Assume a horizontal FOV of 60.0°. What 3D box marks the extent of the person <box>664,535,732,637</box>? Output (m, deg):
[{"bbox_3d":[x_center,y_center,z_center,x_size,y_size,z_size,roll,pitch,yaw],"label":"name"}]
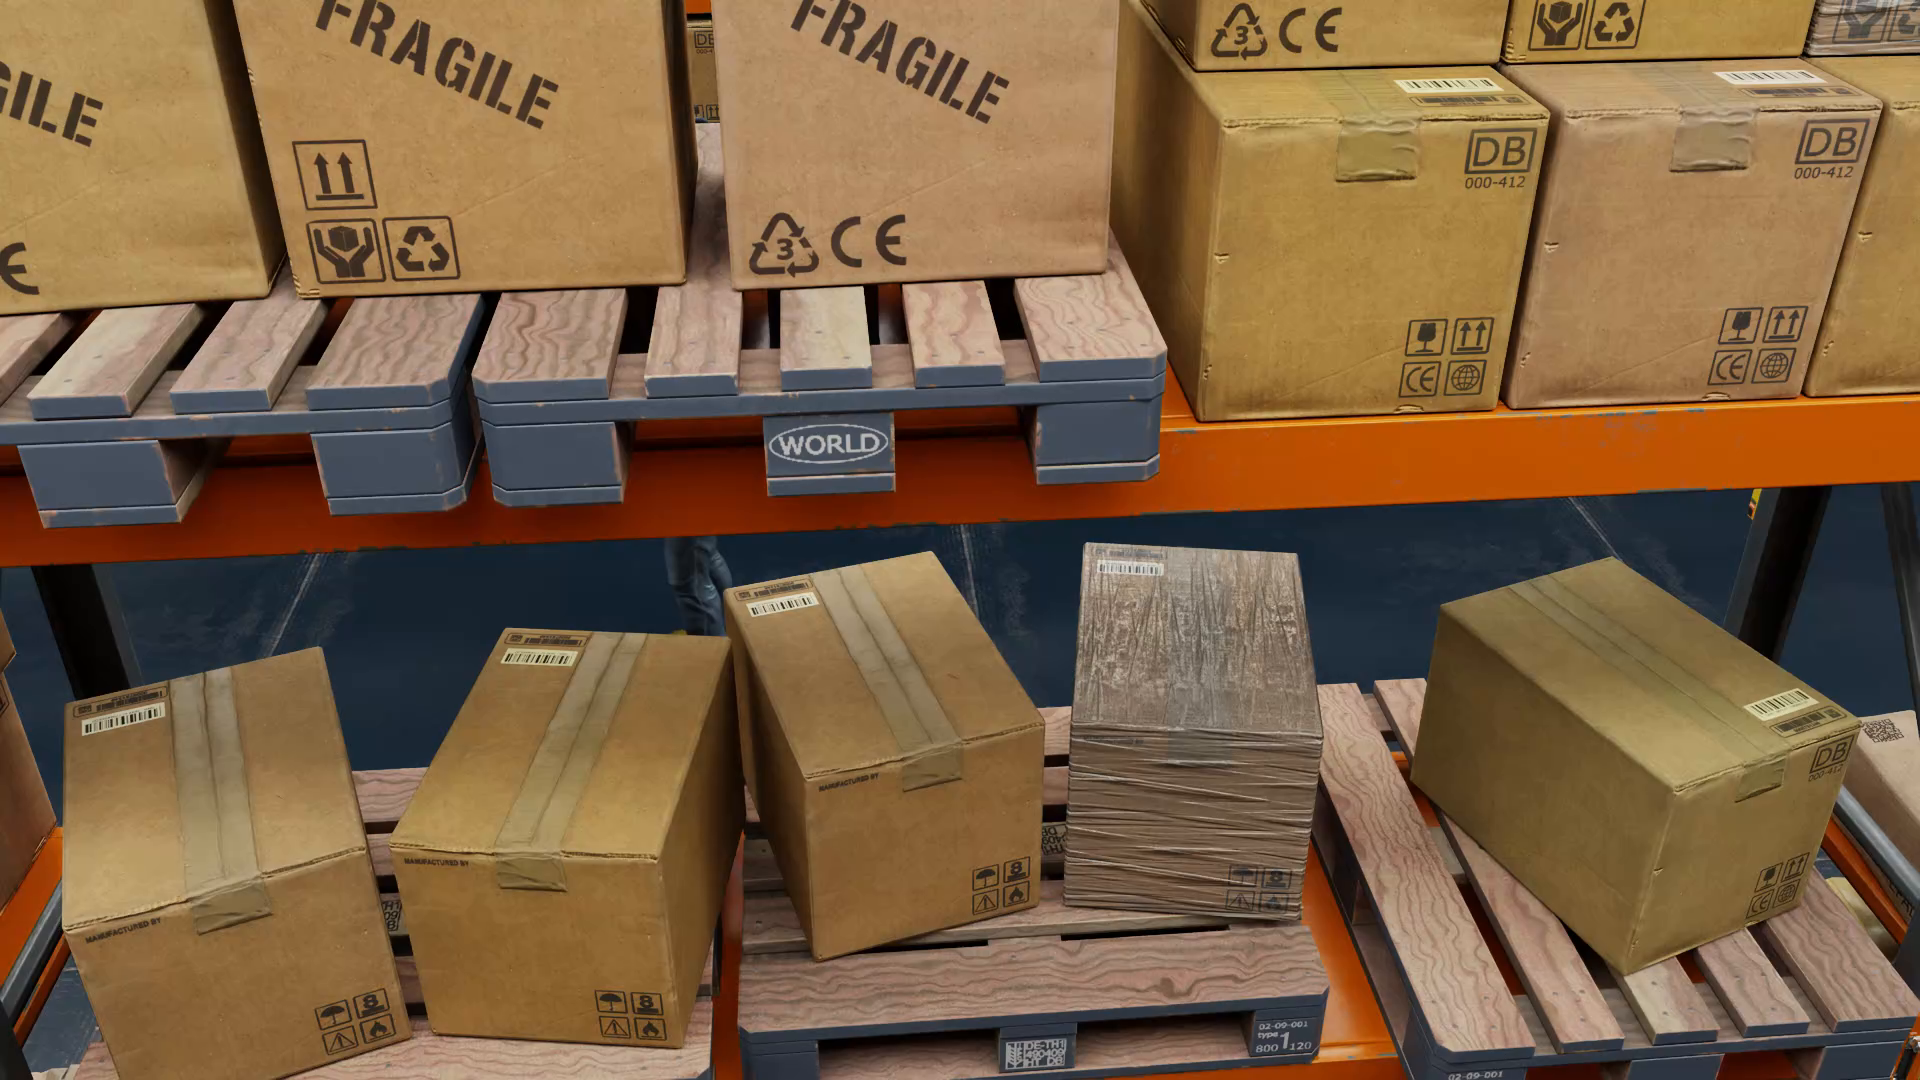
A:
[{"bbox_3d":[-1.118,-0.228,6.488,0.554,1.769,0.535,-3,31,-5],"label":"person"}]
